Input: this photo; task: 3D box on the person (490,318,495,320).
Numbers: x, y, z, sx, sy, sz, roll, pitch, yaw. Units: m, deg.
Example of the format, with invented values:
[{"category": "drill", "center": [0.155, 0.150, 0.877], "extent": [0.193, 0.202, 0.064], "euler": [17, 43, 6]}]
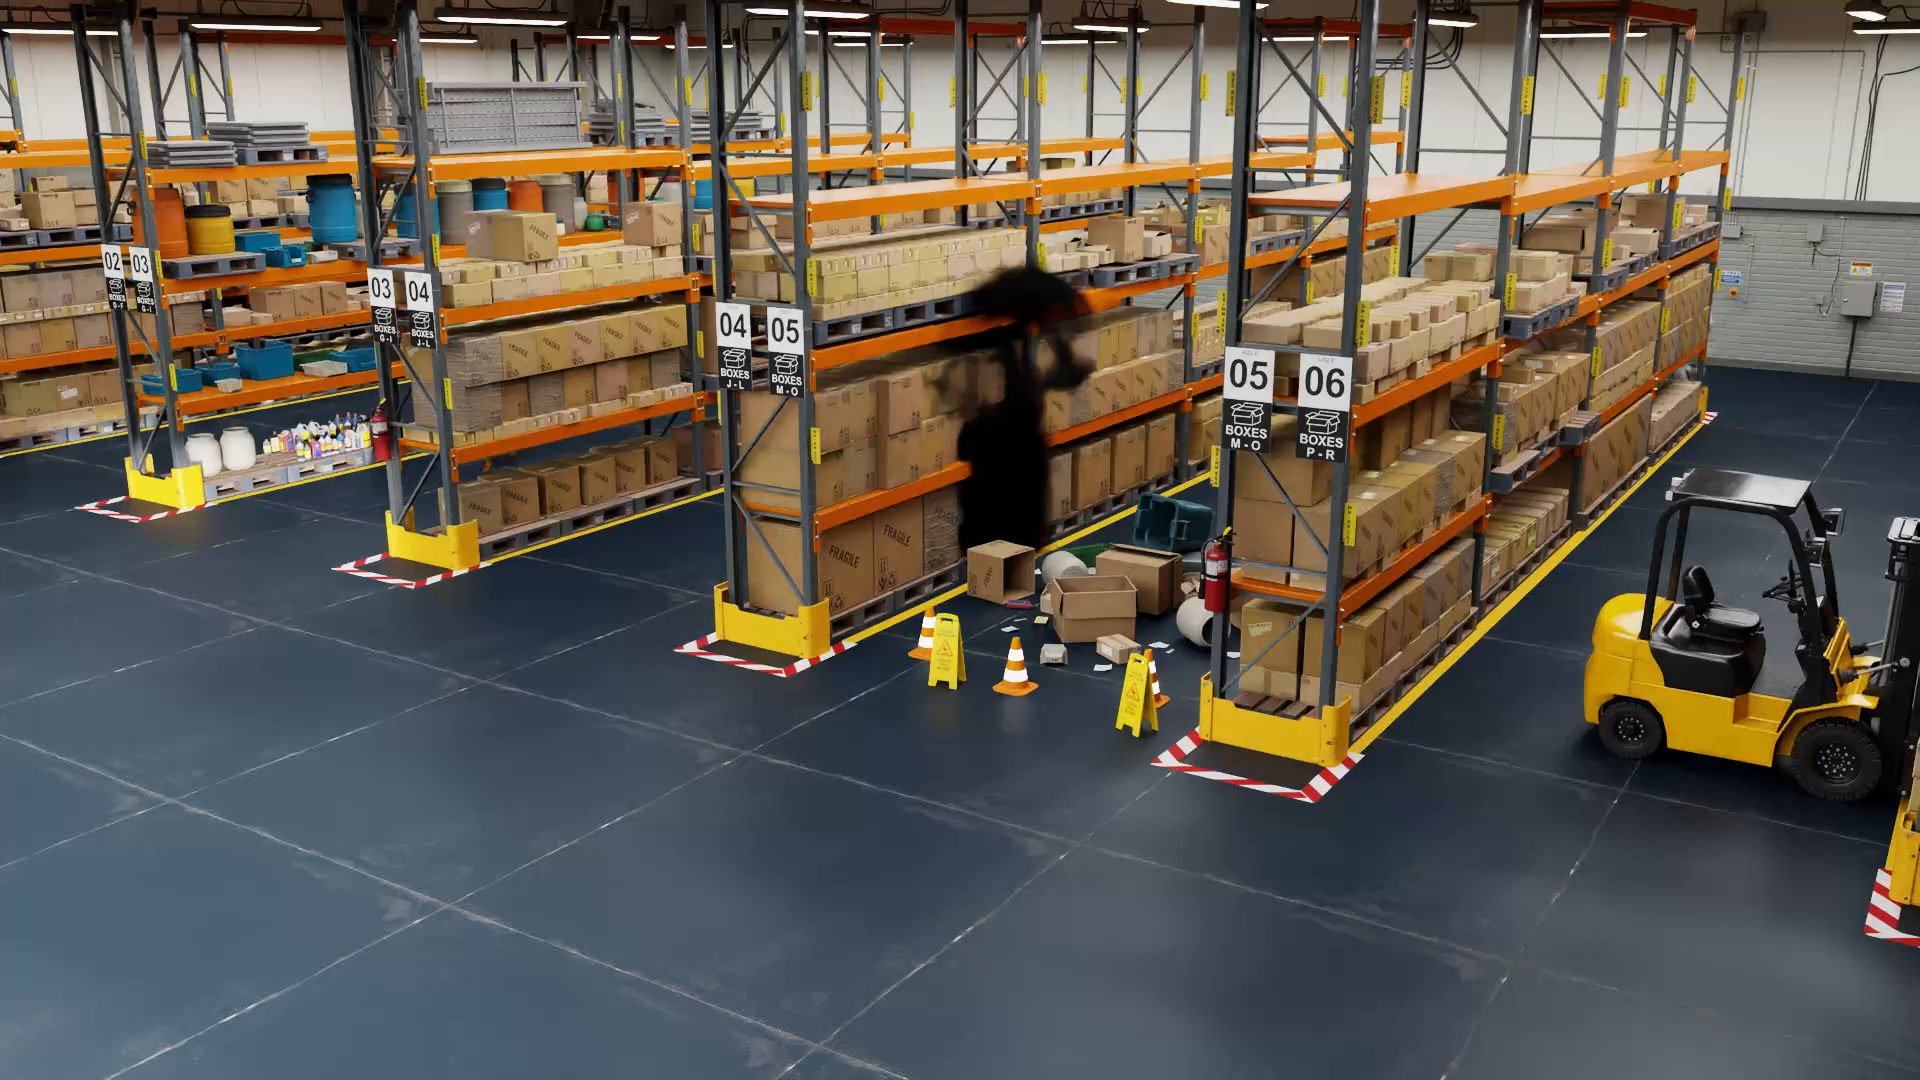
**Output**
[{"category": "person", "center": [-7.533, -3.056, 27.145], "extent": [0.587, 1.634, 0.583], "euler": [9, 18, 31]}]

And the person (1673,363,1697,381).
[{"category": "person", "center": [12.188, -3.319, 27.938], "extent": [0.598, 1.743, 0.664], "euler": [5, 16, 18]}]

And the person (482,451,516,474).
[{"category": "person", "center": [-6.347, -1.868, 22.657], "extent": [0.667, 1.788, 0.911], "euler": [2, 16, 7]}]
